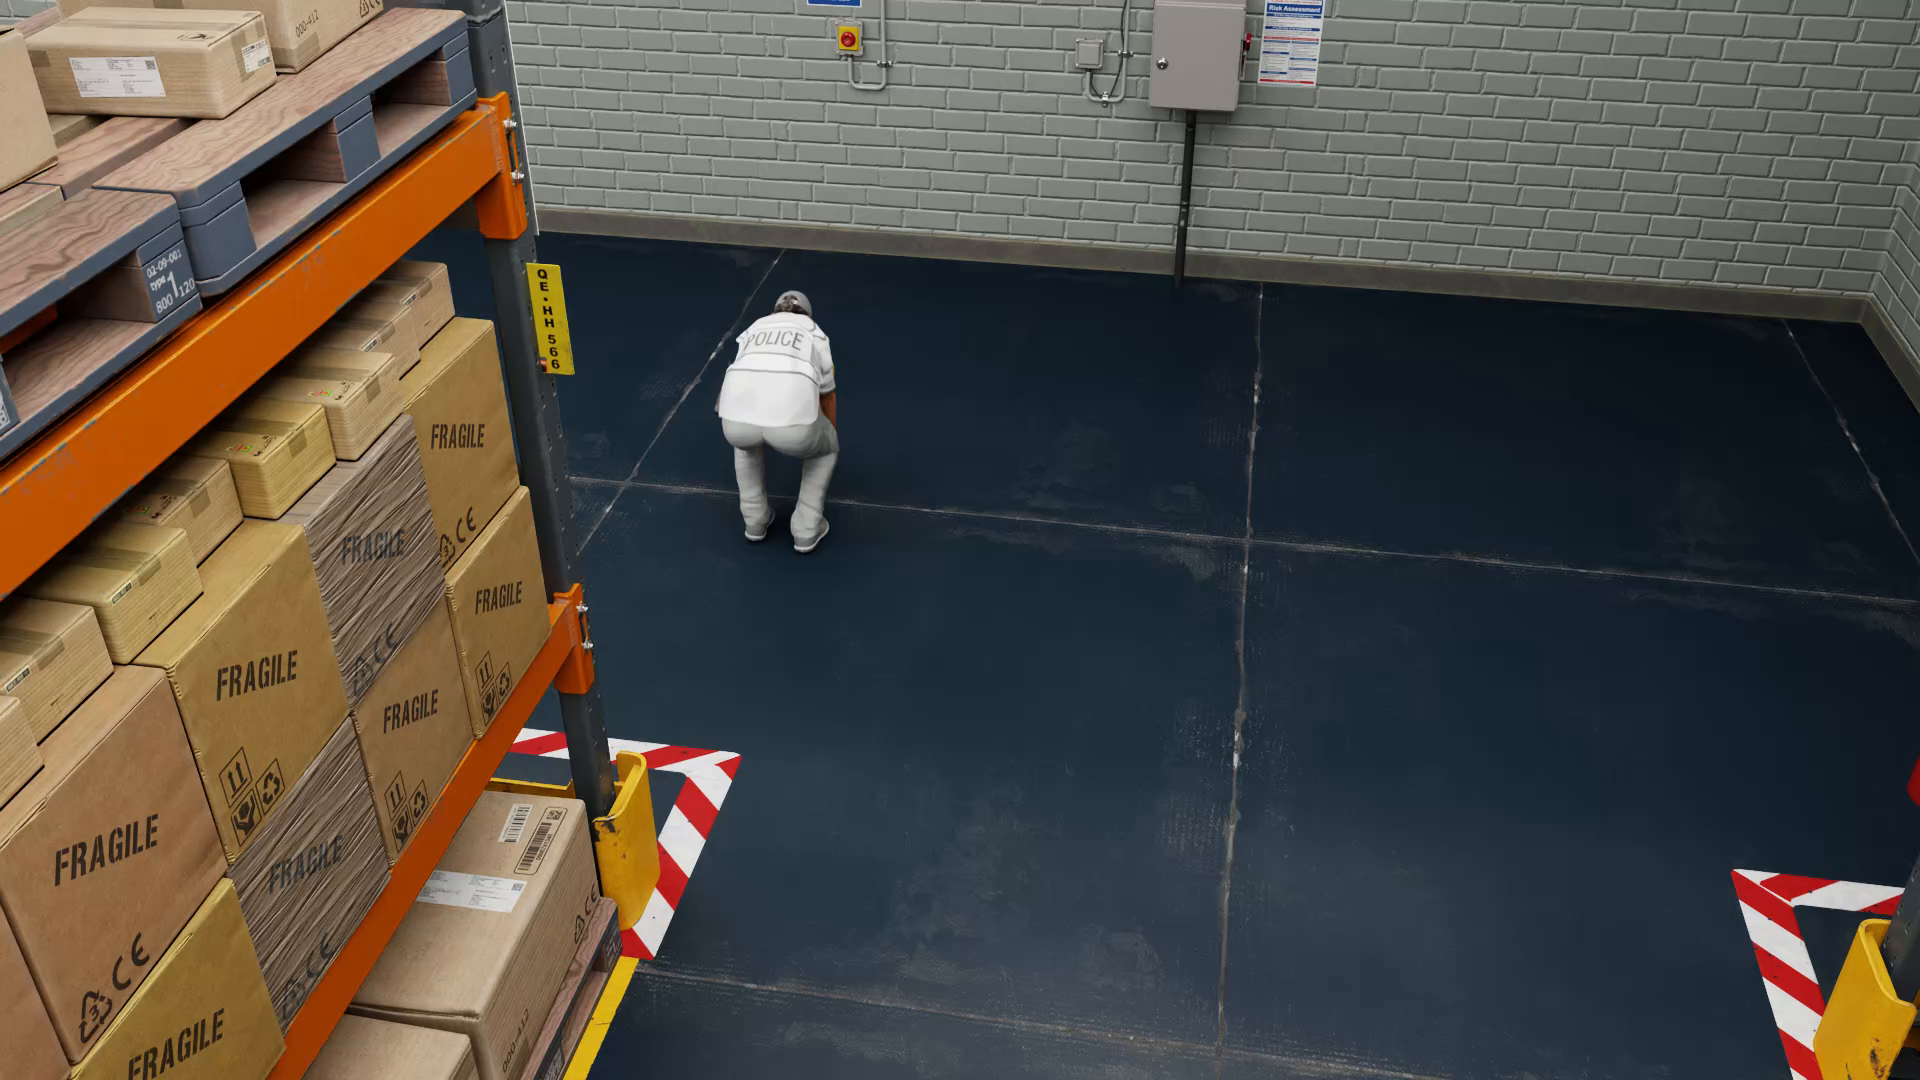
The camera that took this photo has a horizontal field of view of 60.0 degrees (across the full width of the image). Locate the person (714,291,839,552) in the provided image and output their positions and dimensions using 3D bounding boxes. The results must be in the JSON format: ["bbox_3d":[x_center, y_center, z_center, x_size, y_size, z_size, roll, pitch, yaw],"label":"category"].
[{"bbox_3d":[-0.798,-0.522,7.576,0.502,0.998,0.938,4,33,6],"label":"person"}]
